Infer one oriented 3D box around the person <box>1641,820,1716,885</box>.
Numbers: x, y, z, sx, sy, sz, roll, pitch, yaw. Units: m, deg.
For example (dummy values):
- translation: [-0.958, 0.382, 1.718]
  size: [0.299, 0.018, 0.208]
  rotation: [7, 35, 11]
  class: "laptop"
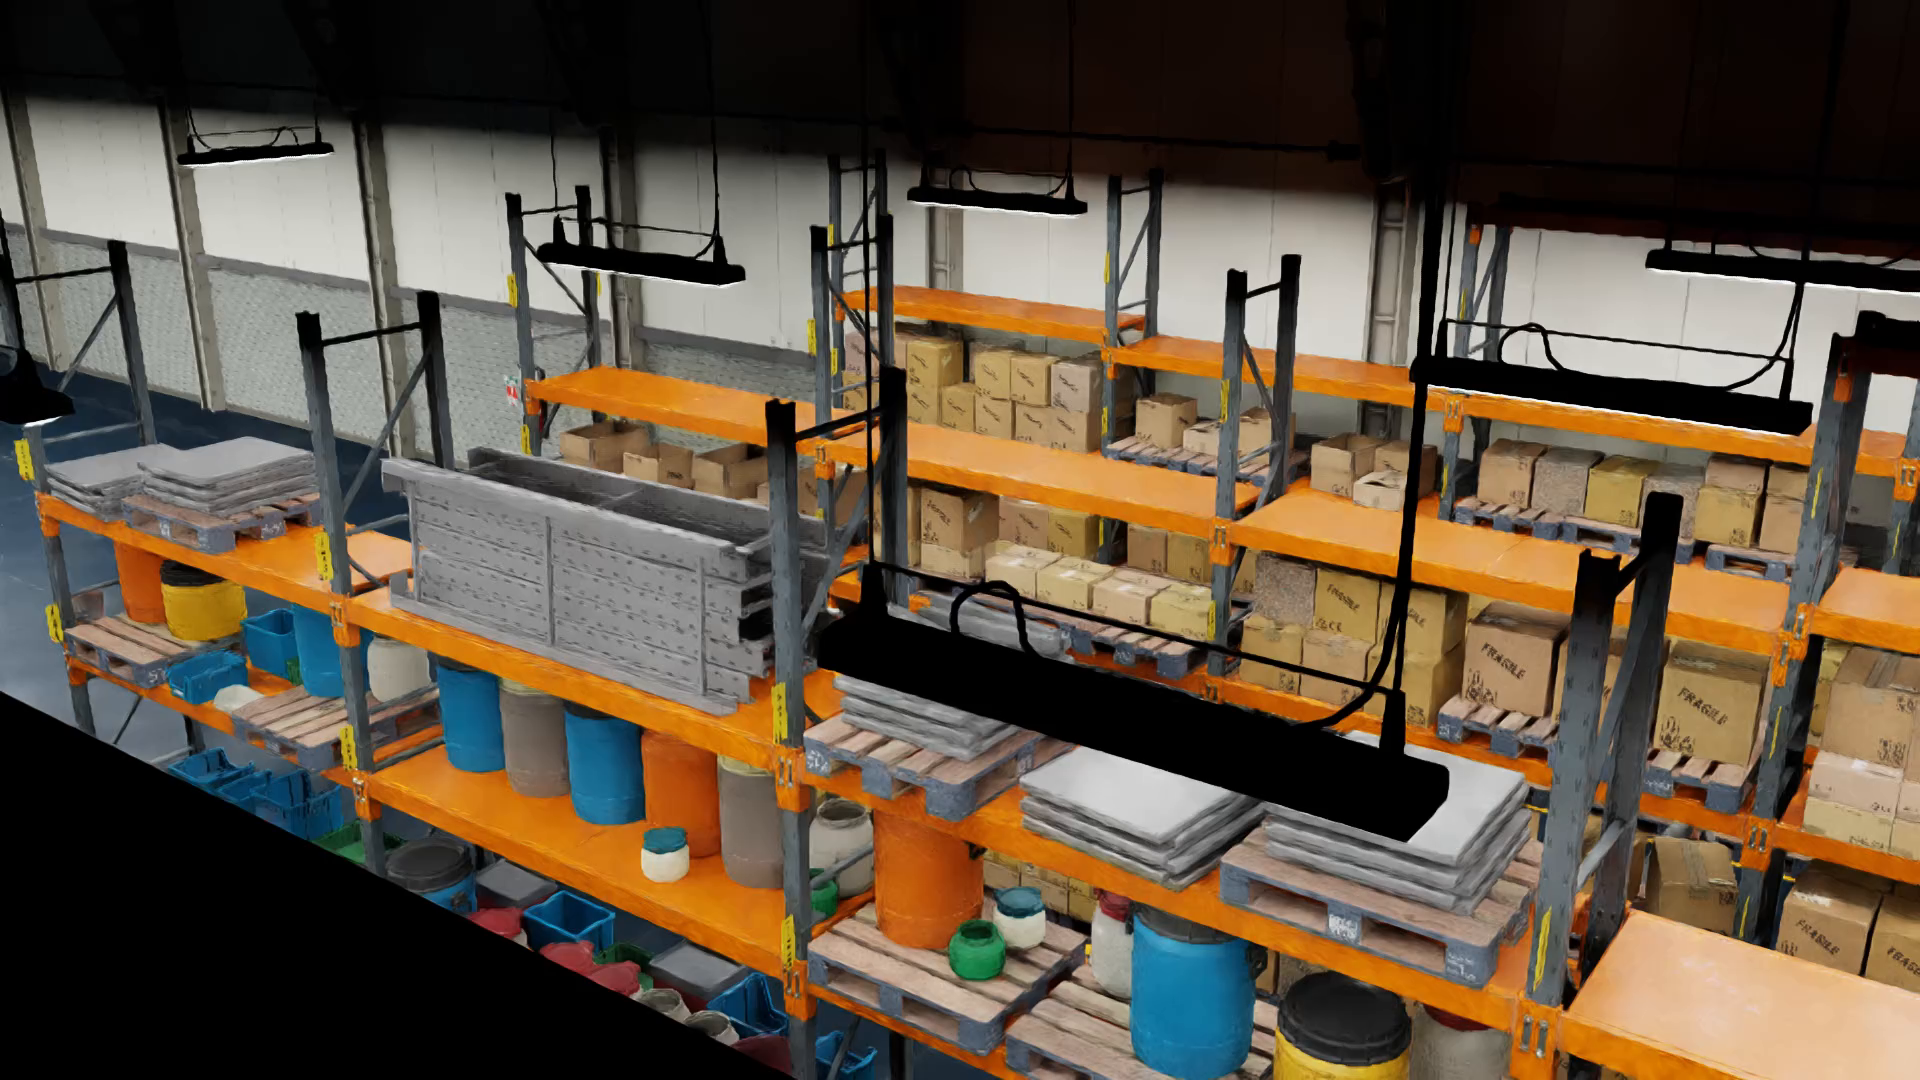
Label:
- translation: [6.560, 2.517, 15.047]
  size: [1.097, 1.567, 0.449]
  rotation: [12, 22, 32]
  class: "person"
